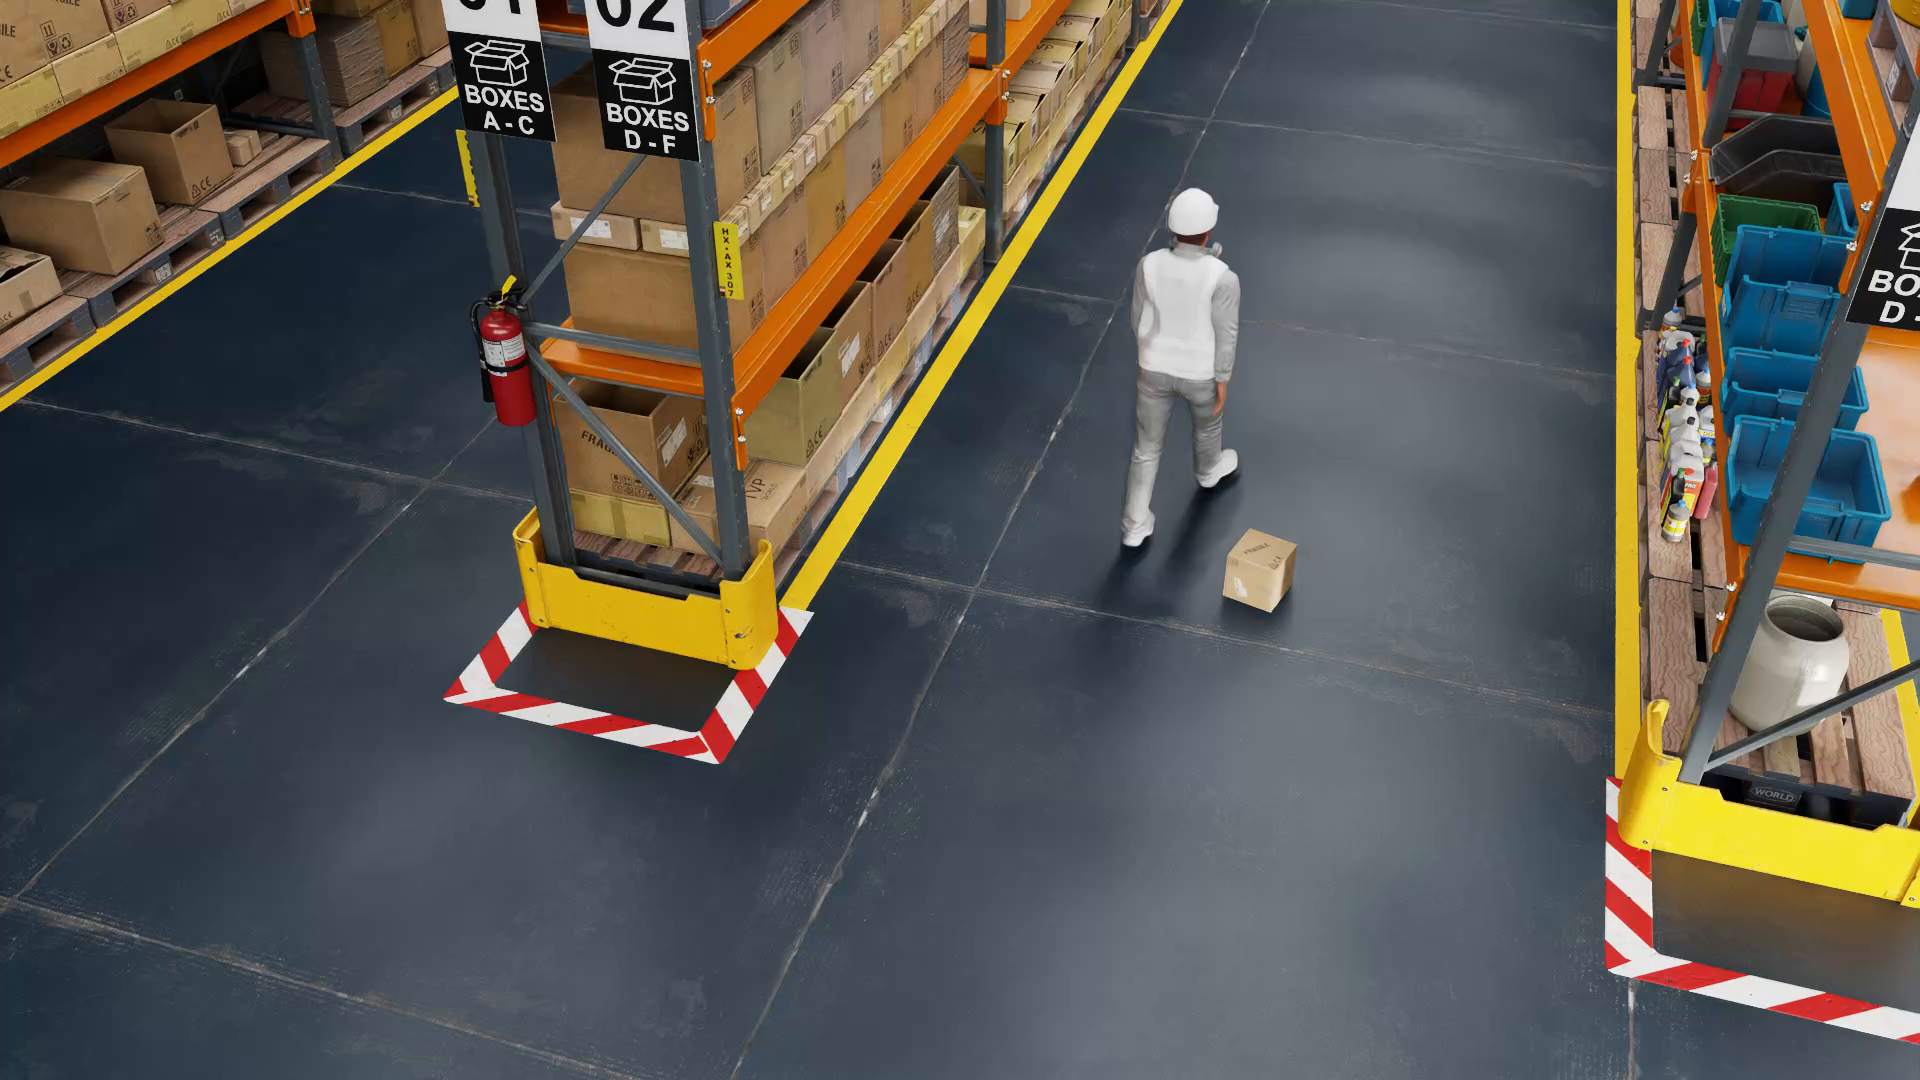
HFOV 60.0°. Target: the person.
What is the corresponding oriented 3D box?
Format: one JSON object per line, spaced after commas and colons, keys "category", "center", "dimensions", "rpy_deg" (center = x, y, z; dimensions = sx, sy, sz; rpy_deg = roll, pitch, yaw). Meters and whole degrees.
{"category": "person", "center": [1.069, -0.871, 8.024], "dimensions": [0.549, 1.728, 1.003], "rpy_deg": [13, 39, 17]}
